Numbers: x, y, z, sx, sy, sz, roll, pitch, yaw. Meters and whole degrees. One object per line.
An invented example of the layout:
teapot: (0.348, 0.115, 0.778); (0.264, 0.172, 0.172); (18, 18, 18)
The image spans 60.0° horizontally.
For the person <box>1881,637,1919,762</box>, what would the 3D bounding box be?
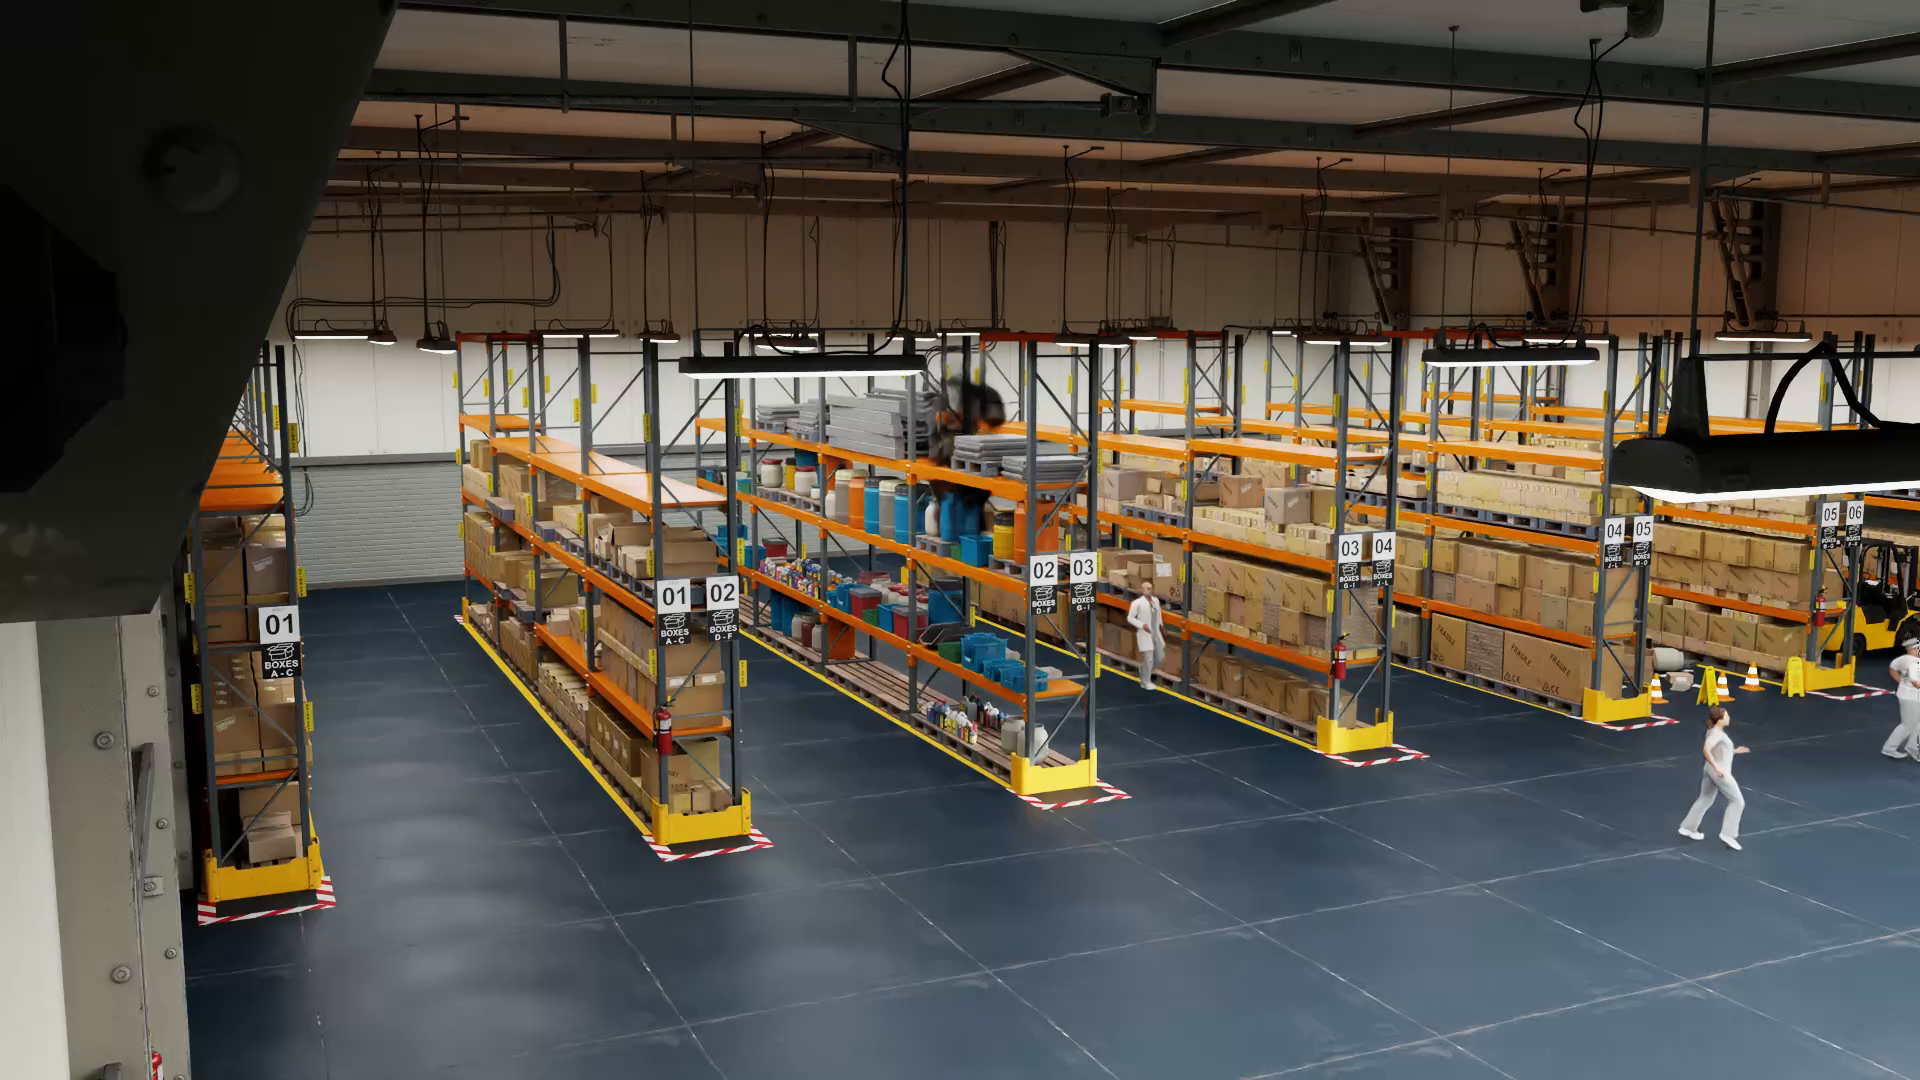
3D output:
person: (13.551, 2.289, 23.635); (0.723, 1.843, 0.639); (3, 8, 22)

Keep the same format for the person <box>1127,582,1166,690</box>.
person: (3.063, 1.558, 26.948); (0.706, 1.752, 0.615); (-5, 9, -31)

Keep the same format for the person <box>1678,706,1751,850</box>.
person: (9.027, 2.836, 19.864); (0.753, 1.722, 0.538); (1, 8, 5)
